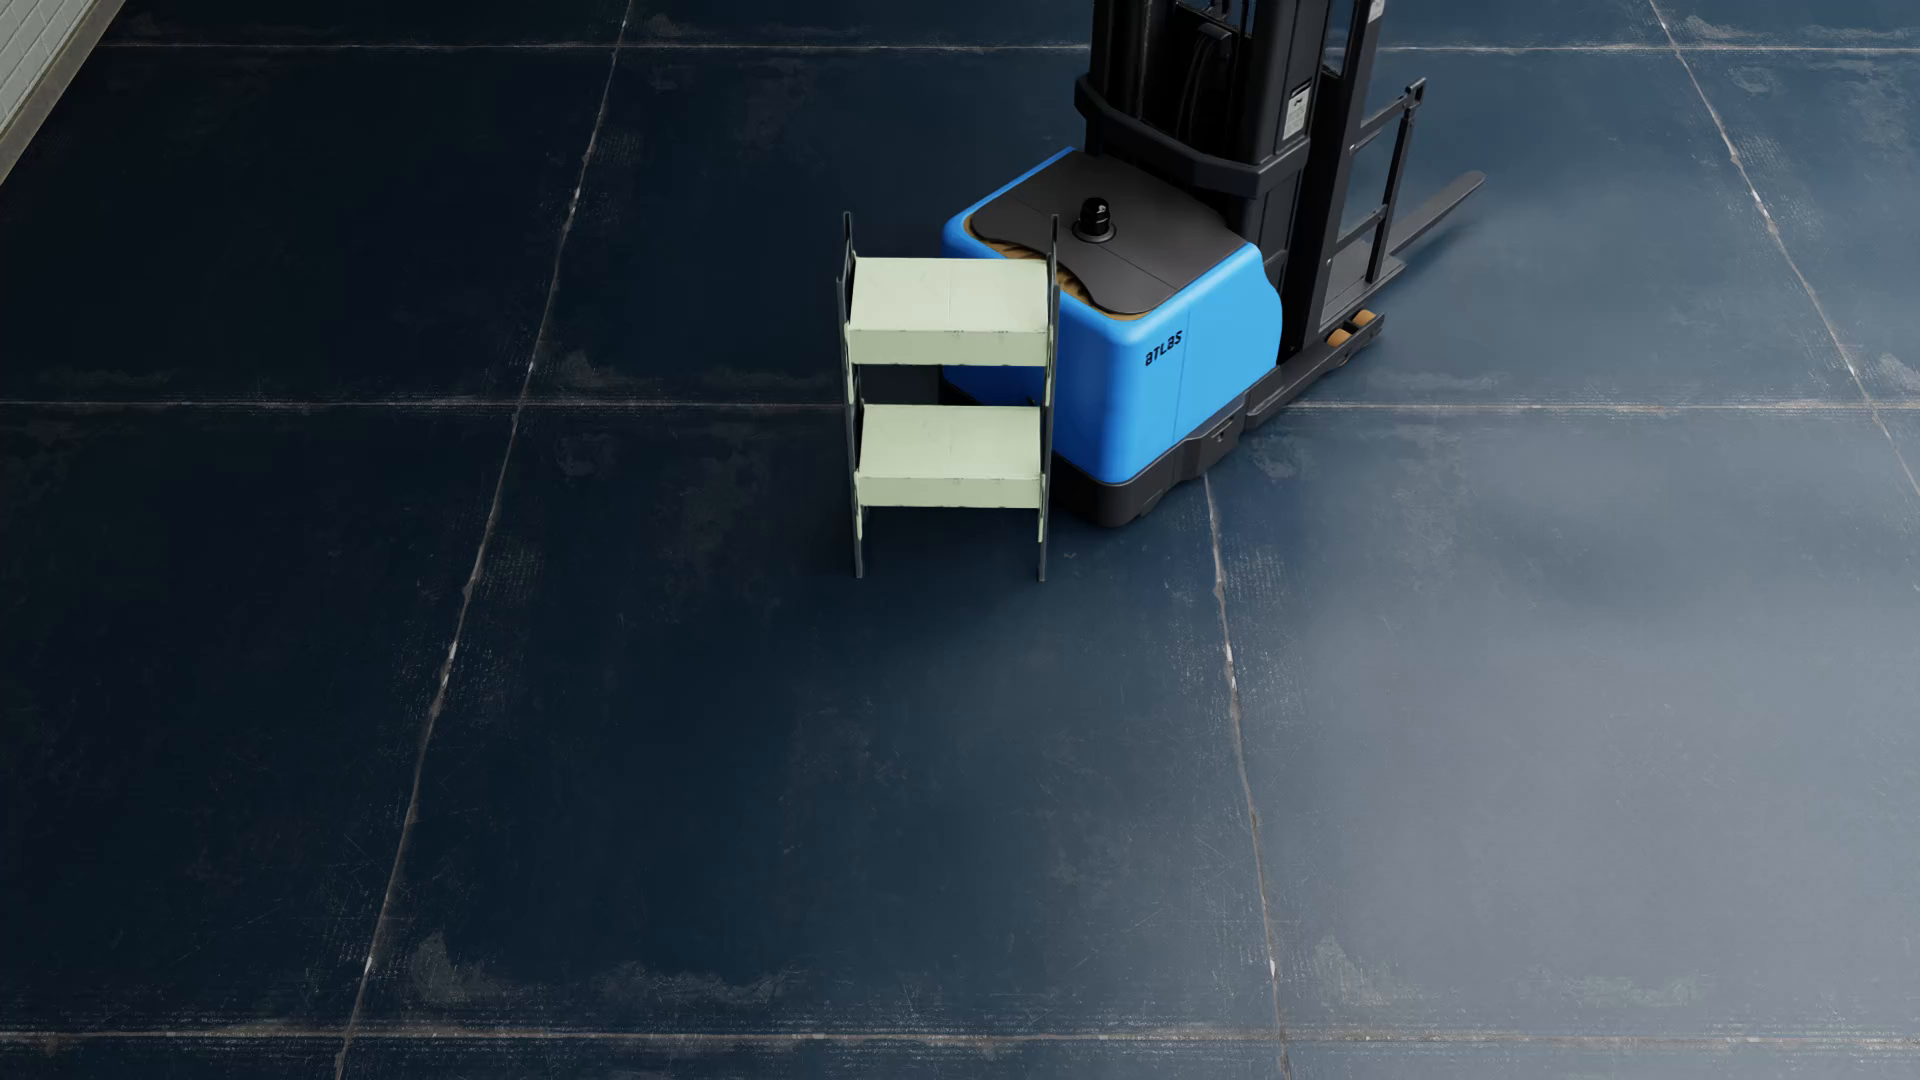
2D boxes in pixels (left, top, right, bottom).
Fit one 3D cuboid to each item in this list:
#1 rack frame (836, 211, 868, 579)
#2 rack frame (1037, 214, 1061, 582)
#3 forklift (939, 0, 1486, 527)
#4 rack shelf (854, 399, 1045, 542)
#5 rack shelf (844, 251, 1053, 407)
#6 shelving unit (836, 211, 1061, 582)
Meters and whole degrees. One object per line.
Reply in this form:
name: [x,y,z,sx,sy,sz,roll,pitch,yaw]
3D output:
rack frame: [-0.401,-0.500,6.272,0.023,1.500,0.400,1,47,1]
rack frame: [0.331,-0.489,6.262,0.023,1.500,0.400,1,47,1]
forklift: [1.299,-2.028,6.716,1.130,2.935,3.031,36,56,28]
rack shelf: [-0.035,-0.273,6.505,0.720,0.370,0.431,1,47,1]
rack shelf: [-0.035,-0.761,5.981,0.720,0.370,0.431,1,47,1]
shelving unit: [-0.035,-0.495,6.267,0.755,1.500,0.431,1,47,1]
